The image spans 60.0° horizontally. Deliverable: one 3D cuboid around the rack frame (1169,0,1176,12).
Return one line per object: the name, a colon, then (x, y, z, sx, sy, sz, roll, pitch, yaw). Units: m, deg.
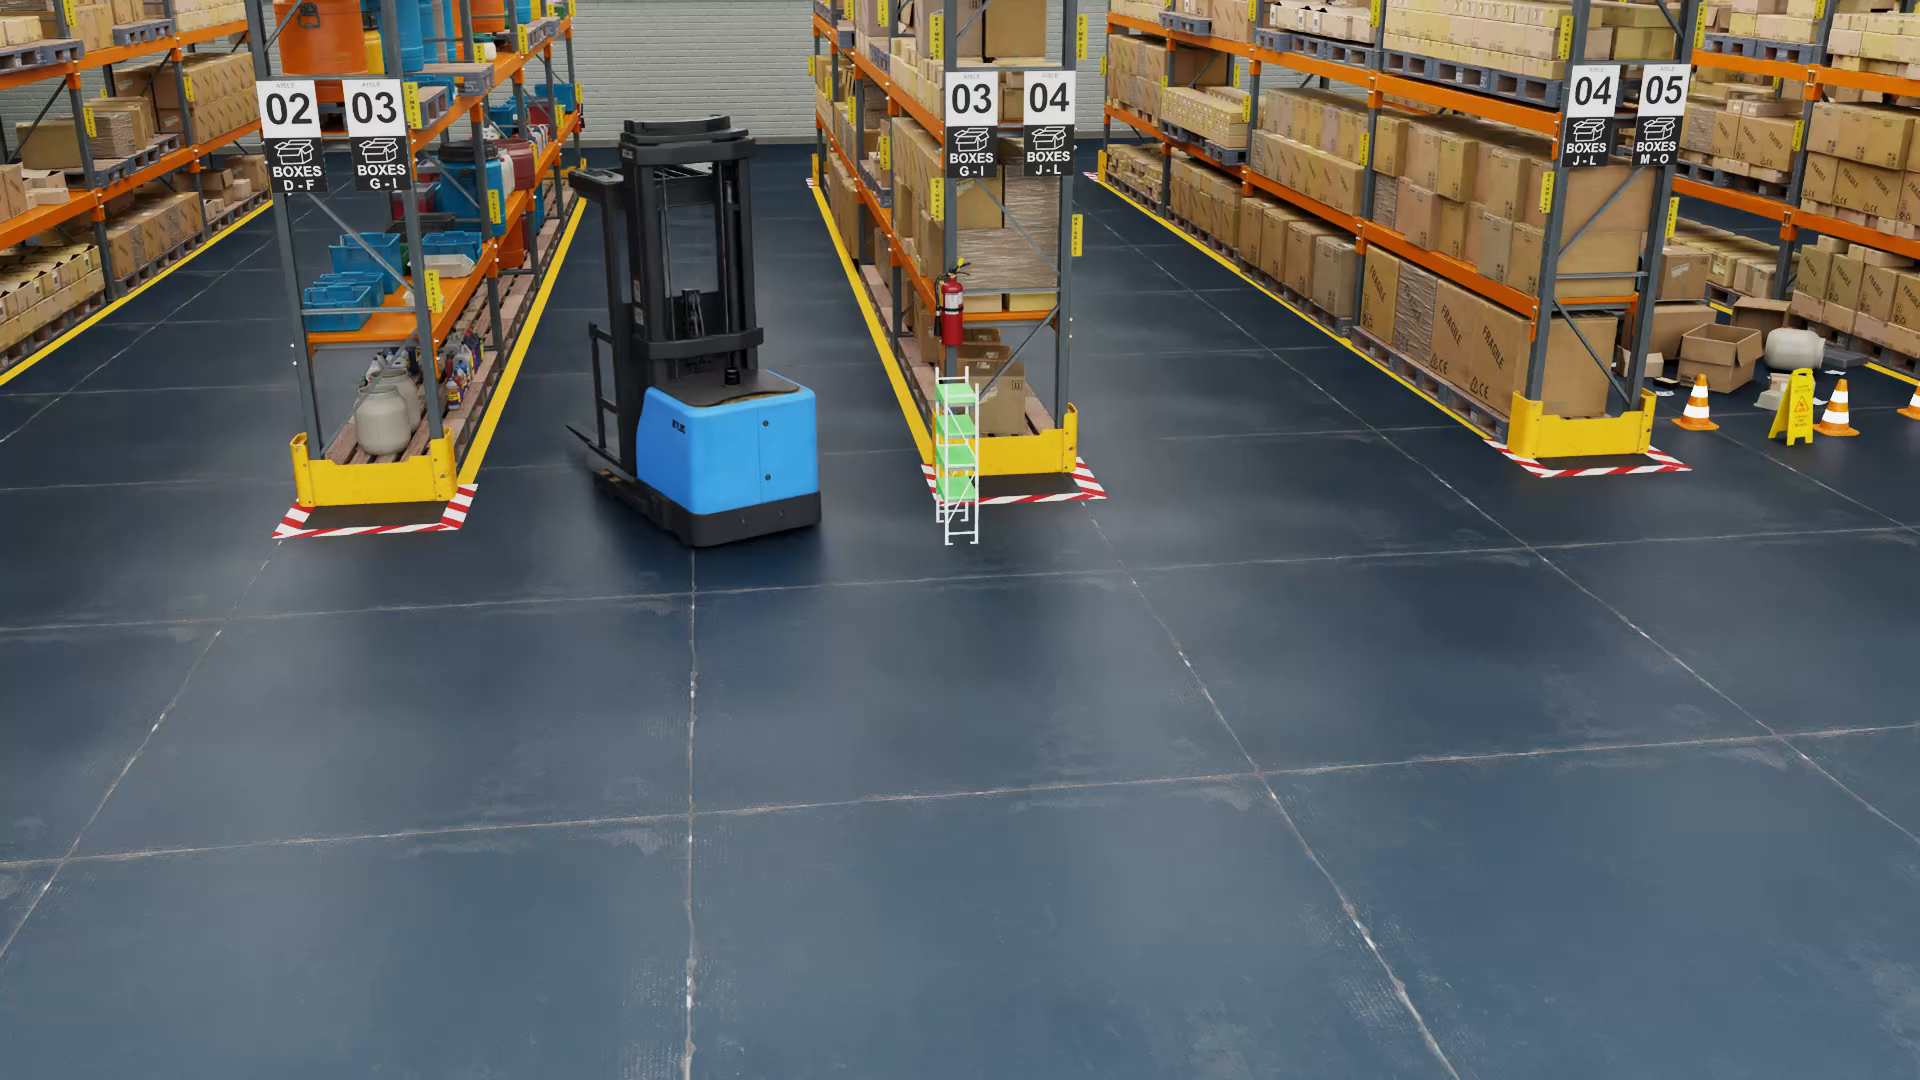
rack frame: (3.570, -9.153, 23.861, 1.000, 3.000, 0.127, -3, 21, -8)

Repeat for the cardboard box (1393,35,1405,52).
cardboard box: (4.478, -4.871, 16.299, 0.380, 0.149, 0.250, -3, 21, -8)

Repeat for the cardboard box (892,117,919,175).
cardboard box: (-0.387, -3.843, 16.222, 0.500, 0.500, 0.500, -3, 21, -8)

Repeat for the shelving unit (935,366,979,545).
shelving unit: (-0.024, -0.619, 12.160, 0.258, 1.200, 0.503, -3, 21, -8)

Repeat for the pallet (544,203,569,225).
pallet: (-6.399, -4.824, 24.830, 1.003, 0.211, 1.213, -3, 21, -8)

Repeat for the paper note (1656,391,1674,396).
paper note: (6.759, -1.410, 15.950, 0.144, 0.017, 0.142, 4, 21, 11)

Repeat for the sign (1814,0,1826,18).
sign: (9.058, -5.660, 17.494, 0.100, 0.325, 0.005, -3, 21, -8)

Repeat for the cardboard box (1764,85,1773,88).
cardboard box: (13.481, -7.306, 27.280, 0.500, 0.250, 0.500, -3, 21, -8)

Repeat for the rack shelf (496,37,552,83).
rack shelf: (-5.966, -6.253, 21.412, 1.077, 0.370, 4.000, -3, 21, -8)

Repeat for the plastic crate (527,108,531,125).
plastic crate: (-6.292, -6.388, 25.116, 0.437, 0.282, 0.530, -3, 21, -8)

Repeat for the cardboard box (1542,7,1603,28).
cardboard box: (4.915, -4.192, 13.341, 0.380, 0.149, 0.250, -3, 21, -7)

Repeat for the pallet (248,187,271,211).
pallet: (-11.606, -5.405, 26.387, 1.003, 0.211, 1.213, -3, 21, -8)

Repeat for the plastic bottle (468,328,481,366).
plastic bottle: (-4.723, -1.864, 16.078, 0.144, 0.351, 0.185, -3, 21, -9)

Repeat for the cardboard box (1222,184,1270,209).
cardboard box: (3.788, -4.558, 22.034, 0.500, 0.250, 0.500, -3, 21, -9)

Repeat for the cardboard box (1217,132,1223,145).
cardboard box: (3.586, -5.270, 21.798, 0.380, 0.149, 0.250, -3, 21, -8)

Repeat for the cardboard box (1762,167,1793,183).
cardboard box: (9.259, -4.100, 18.667, 0.380, 0.149, 0.250, -3, 21, -7)

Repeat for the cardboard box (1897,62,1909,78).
cardboard box: (9.561, -4.669, 16.502, 0.380, 0.149, 0.250, -4, 21, -9)

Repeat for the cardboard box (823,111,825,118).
cardboard box: (-1.943, -6.632, 26.044, 0.380, 0.149, 0.250, -3, 21, -7)

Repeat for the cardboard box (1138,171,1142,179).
cardboard box: (3.088, -5.894, 26.758, 0.380, 0.149, 0.250, -4, 21, -10)

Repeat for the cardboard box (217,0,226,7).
cardboard box: (-11.266, -8.072, 24.753, 0.500, 0.250, 0.500, -3, 21, -8)

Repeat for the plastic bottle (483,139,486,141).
plastic bottle: (-6.237, -5.135, 21.862, 0.097, 0.271, 0.097, 0, 20, 0)

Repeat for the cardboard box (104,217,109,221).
cardboard box: (-11.021, -3.770, 20.967, 0.500, 0.500, 0.500, -4, 21, -10)

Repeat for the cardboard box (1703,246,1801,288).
cardboard box: (9.421, -3.253, 19.795, 0.950, 0.372, 0.625, -2, 21, -4)

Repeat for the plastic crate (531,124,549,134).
plastic crate: (-6.180, -5.950, 24.152, 0.396, 0.136, 0.243, -3, 21, -8)

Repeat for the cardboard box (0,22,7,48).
cardboard box: (-10.294, -5.242, 17.292, 0.500, 0.250, 0.500, -3, 21, -9)

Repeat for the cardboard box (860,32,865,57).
cardboard box: (-0.887, -5.724, 19.182, 0.500, 0.250, 0.500, -2, 21, -6)

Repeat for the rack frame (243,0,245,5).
rack frame: (-11.733, -9.824, 25.658, 1.000, 3.000, 0.127, -3, 21, -8)

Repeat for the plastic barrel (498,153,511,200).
plastic barrel: (-5.257, -4.054, 18.623, 0.421, 0.512, 0.421, 0, 20, 0)

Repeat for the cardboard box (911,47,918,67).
cardboard box: (-0.233, -4.301, 14.803, 0.380, 0.149, 0.250, -3, 21, -9)

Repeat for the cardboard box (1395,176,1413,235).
cardboard box: (4.889, -3.326, 16.621, 0.875, 0.550, 0.550, -3, 21, -8)

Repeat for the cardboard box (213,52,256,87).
cardboard box: (-11.397, -7.389, 26.140, 0.500, 0.500, 0.500, -3, 21, -8)

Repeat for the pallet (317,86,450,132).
pallet: (-4.547, -3.331, 12.830, 1.003, 0.211, 1.213, -3, 21, -8)

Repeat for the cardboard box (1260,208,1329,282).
cardboard box: (4.274, -3.582, 20.136, 1.050, 0.750, 0.750, -3, 21, -7)

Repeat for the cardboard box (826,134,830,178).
cardboard box: (-1.758, -6.496, 27.758, 0.875, 0.875, 0.875, -3, 21, -8)

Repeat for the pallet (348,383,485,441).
pallet: (-4.866, -1.143, 14.976, 1.003, 0.211, 1.213, -3, 21, -8)

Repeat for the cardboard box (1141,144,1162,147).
cardboard box: (3.320, -6.697, 28.483, 0.380, 0.149, 0.250, -3, 21, -7)

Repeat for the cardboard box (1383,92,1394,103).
cardboard box: (7.662, -7.878, 28.879, 0.500, 0.500, 0.500, -3, 21, -8)

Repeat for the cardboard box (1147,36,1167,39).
cardboard box: (3.378, -8.061, 27.514, 0.500, 0.500, 0.500, -4, 21, -10)

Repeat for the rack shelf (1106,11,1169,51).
rack shelf: (3.281, -8.103, 26.365, 1.077, 0.370, 4.000, -3, 21, -8)

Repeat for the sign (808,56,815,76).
sign: (-2.480, -7.929, 27.808, 0.100, 0.325, 0.005, -3, 21, -8)

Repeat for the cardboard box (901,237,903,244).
cardboard box: (-0.380, -2.978, 16.261, 0.380, 0.149, 0.250, -3, 21, -8)

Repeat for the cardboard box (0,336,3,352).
cardboard box: (-9.816, -1.920, 16.399, 0.500, 0.250, 0.500, -3, 21, -9)

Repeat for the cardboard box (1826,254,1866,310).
cardboard box: (9.513, -2.714, 17.455, 0.500, 0.500, 0.500, -2, 21, -6)

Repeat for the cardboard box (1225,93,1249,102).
cardboard box: (3.966, -6.212, 23.471, 0.380, 0.149, 0.250, -4, 21, -10)

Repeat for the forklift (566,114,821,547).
forklift: (-2.266, -1.786, 12.810, 1.130, 2.935, 3.031, -13, 24, -31)

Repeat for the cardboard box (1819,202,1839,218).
cardboard box: (9.422, -3.529, 17.738, 0.380, 0.149, 0.250, -2, 21, -6)

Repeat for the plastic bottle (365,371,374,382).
plastic bottle: (-5.232, -1.355, 14.822, 0.152, 0.276, 0.135, -3, 21, -7)

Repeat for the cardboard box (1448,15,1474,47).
cardboard box: (4.737, -4.582, 14.957, 0.500, 0.250, 0.500, -3, 21, -7)

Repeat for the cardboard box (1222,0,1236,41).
cardboard box: (3.727, -6.767, 21.617, 0.500, 0.500, 0.500, -3, 21, -8)

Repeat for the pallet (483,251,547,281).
pallet: (-5.833, -3.457, 21.170, 1.003, 0.211, 1.213, -3, 21, -8)

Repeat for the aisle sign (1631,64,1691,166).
aisle sign: (5.607, -3.396, 13.306, 0.394, 0.787, 0.004, -3, 21, -8)

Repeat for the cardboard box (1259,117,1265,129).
cardboard box: (4.192, -5.539, 22.094, 0.380, 0.149, 0.250, -4, 21, -9)
